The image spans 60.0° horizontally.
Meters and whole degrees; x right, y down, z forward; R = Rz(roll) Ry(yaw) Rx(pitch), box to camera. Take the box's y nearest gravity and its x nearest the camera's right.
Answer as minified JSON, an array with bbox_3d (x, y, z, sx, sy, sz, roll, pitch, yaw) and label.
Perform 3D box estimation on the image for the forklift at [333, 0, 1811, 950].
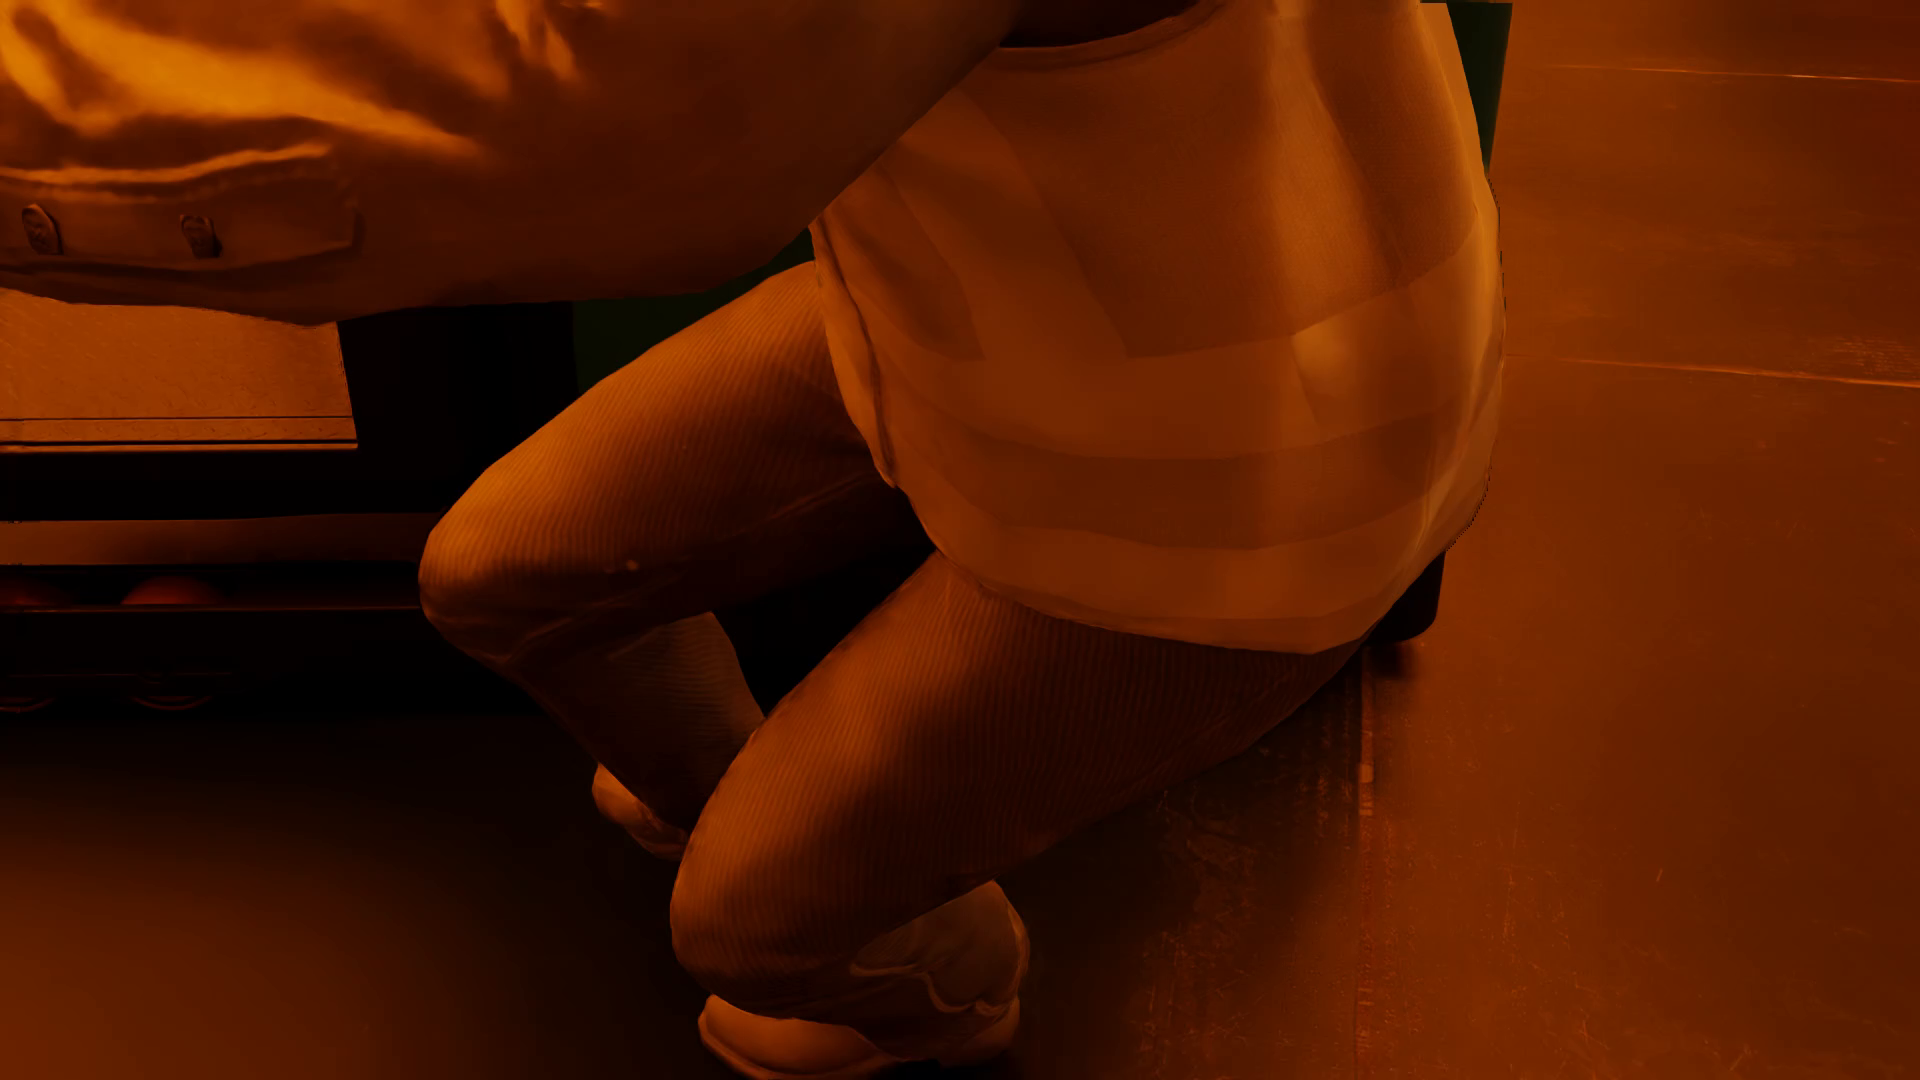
[{"bbox_3d":[-0.336,-1.539,2.296,1.130,2.935,3.031,-16,31,-29],"label":"forklift"}]
